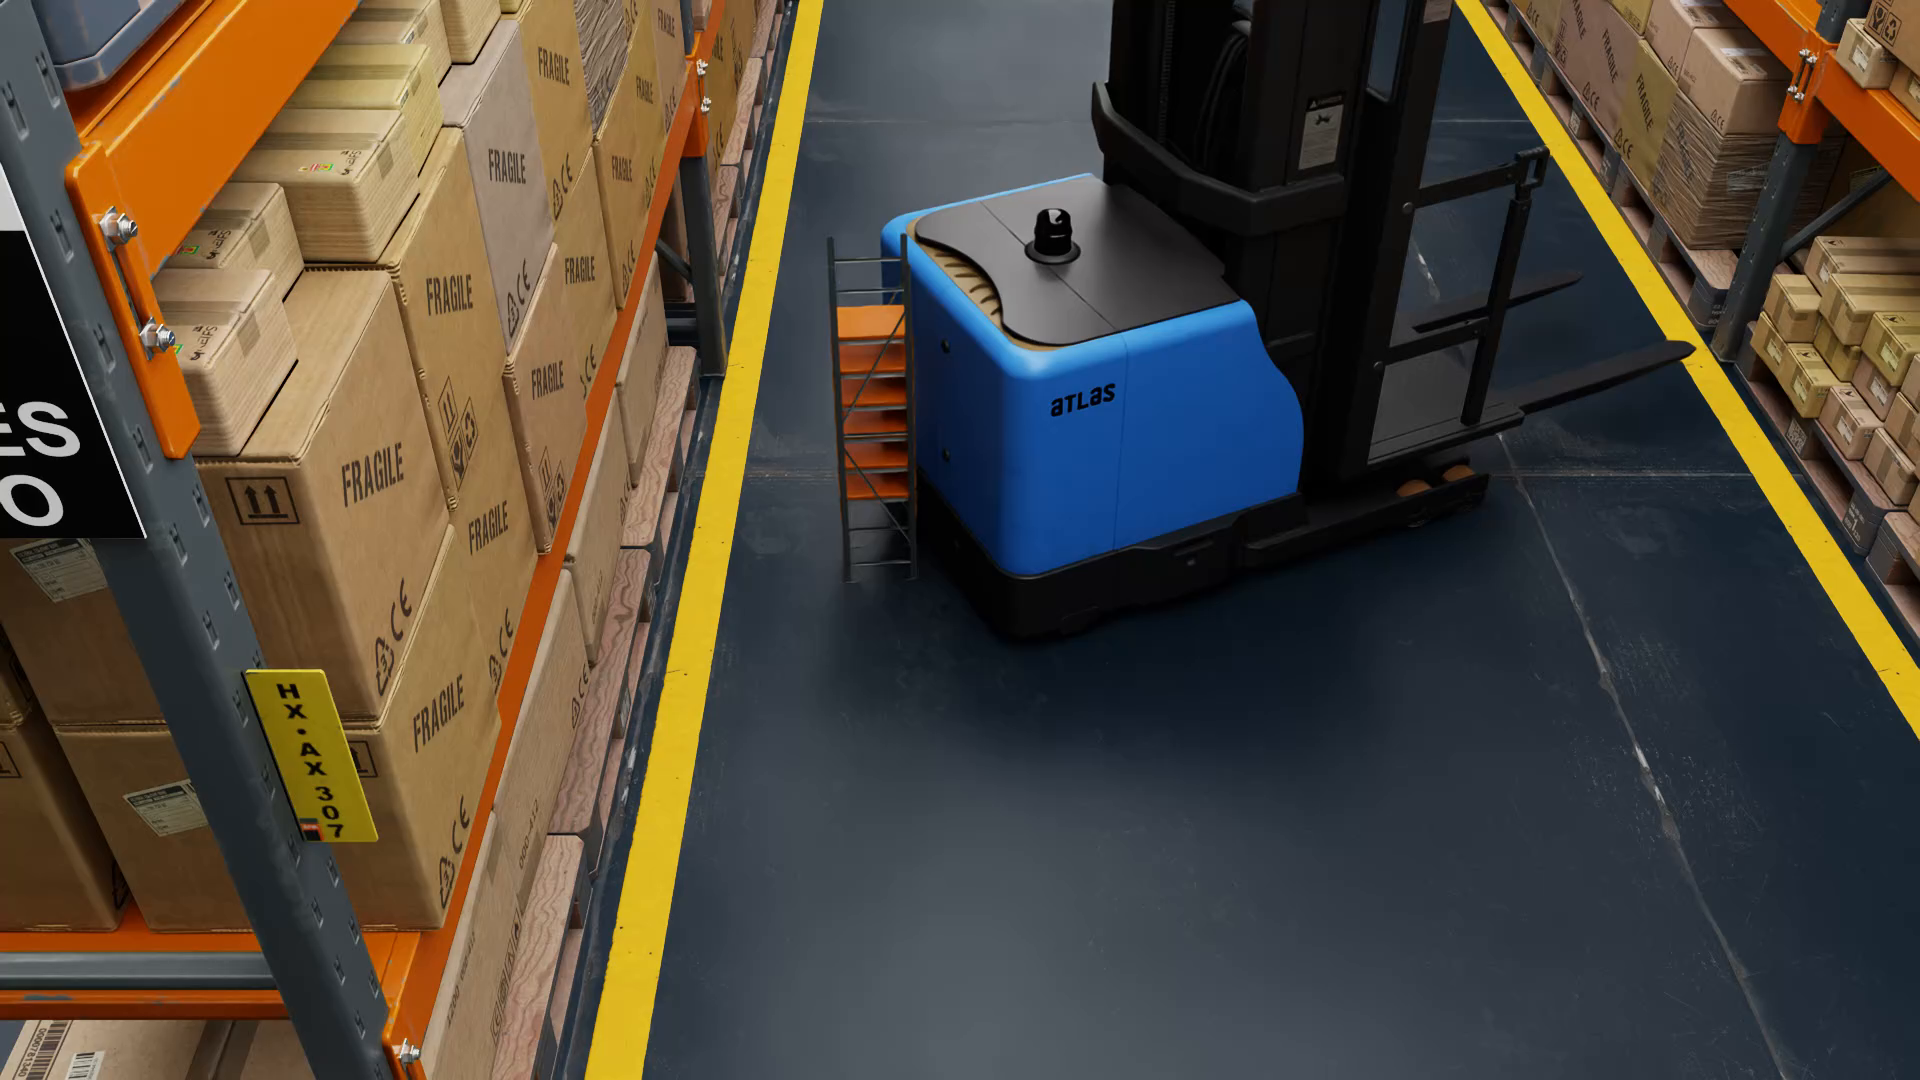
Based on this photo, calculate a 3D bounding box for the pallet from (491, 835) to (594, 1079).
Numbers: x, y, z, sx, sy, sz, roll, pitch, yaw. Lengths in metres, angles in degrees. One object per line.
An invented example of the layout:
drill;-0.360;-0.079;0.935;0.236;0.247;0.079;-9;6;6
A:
pallet;-1.499;1.248;4.024;1.003;0.211;1.213;0;39;0

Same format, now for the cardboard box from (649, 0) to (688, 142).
cardboard box;-1.168;-1.591;5.257;0.500;0.500;0.500;0;39;0

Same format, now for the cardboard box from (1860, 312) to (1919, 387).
cardboard box;3.309;-0.646;5.626;0.380;0.149;0.250;-1;39;-1

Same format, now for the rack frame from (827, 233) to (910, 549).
rack frame;-0.278;-0.442;5.343;0.240;1.200;0.006;-3;39;-4

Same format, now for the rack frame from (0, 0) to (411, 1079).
rack frame;-1.423;0.660;2.528;0.949;2.616;0.053;0;39;0

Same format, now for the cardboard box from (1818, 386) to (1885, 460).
cardboard box;3.257;-0.410;5.807;0.380;0.149;0.250;0;39;0

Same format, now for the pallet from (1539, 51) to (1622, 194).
pallet;3.519;-2.072;8.167;1.003;0.211;1.213;0;39;0

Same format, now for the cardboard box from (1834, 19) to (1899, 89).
cardboard box;3.199;-1.633;5.590;0.380;0.149;0.250;1;39;2

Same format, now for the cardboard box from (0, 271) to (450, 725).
cardboard box;-1.136;-0.070;2.559;0.500;0.500;0.500;-1;39;-1

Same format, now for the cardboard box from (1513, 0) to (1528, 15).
cardboard box;3.267;-3.156;8.952;0.500;0.500;0.500;-2;39;-2

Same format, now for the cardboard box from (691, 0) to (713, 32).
cardboard box;-1.161;-2.058;6.040;0.500;0.250;0.500;-1;39;-1

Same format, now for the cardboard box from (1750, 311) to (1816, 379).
cardboard box;3.205;-0.732;6.209;0.380;0.149;0.250;-2;39;-2

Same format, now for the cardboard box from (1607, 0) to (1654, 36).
cardboard box;3.270;-2.507;7.543;0.500;0.250;0.500;-2;39;-2

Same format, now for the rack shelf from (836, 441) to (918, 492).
rack shelf;-0.271;-0.257;5.374;0.258;0.103;0.180;-3;39;-4

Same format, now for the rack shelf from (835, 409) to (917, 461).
rack shelf;-0.271;-0.351;5.299;0.258;0.103;0.180;-3;39;-4

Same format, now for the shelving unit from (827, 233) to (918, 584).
shelving unit;-0.271;-0.385;5.271;0.258;1.200;0.189;-3;39;-4

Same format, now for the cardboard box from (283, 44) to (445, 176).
cardboard box;-1.119;-0.736;2.871;0.380;0.149;0.250;-1;39;-2

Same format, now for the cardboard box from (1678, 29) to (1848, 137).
cardboard box;3.272;-1.855;6.730;0.500;0.250;0.500;-1;39;-1

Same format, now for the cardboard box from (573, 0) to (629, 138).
cardboard box;-1.145;-1.340;4.144;0.500;0.500;0.500;0;39;1

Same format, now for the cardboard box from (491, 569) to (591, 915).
cardboard box;-1.530;0.511;4.427;0.875;0.438;0.875;1;39;1

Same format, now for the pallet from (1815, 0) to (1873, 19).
pallet;3.670;-2.312;6.389;1.003;0.211;1.213;0;39;0

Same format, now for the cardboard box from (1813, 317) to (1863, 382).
cardboard box;3.296;-0.691;5.919;0.380;0.149;0.250;0;39;0

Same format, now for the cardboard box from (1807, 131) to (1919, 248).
cardboard box;3.790;-1.559;6.960;0.500;0.500;0.500;1;39;2

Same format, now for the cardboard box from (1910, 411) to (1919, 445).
cardboard box;3.251;-0.324;5.223;0.380;0.149;0.250;1;39;1

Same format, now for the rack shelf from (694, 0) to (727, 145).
rack shelf;-1.427;-2.812;7.435;1.077;0.370;4.000;0;39;0

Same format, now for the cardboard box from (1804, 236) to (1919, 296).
cardboard box;3.319;-0.976;6.038;0.380;0.149;0.250;1;39;2

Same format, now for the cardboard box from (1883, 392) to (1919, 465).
cardboard box;3.330;-0.370;5.519;0.380;0.149;0.250;-2;39;-2

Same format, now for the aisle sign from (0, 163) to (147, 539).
aisle sign;-1.130;-0.310;1.659;0.394;0.787;0.004;0;39;0

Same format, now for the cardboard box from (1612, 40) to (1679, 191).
cardboard box;3.272;-1.880;7.361;0.500;0.500;0.500;-1;39;-1

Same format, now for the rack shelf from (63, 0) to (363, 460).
rack shelf;-1.422;-1.481;3.376;1.077;0.370;4.000;0;39;0

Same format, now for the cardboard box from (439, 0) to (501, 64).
cardboard box;-1.130;-1.056;3.271;0.380;0.149;0.250;0;39;0

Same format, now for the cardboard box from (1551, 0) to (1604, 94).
cardboard box;3.276;-2.520;8.159;0.500;0.500;0.500;-1;39;-1

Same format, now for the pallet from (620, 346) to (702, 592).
pallet;-1.502;-0.278;5.928;1.003;0.211;1.213;0;39;0

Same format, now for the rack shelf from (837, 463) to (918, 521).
rack shelf;-0.271;-0.163;5.449;0.258;0.103;0.180;-3;39;-4

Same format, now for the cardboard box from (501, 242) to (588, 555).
cardboard box;-1.144;-0.314;3.663;0.500;0.500;0.500;0;39;0

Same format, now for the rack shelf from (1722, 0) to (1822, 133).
rack shelf;3.523;-2.878;7.518;1.077;0.370;4.000;0;39;0

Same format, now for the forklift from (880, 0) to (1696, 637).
forklift;1.286;-1.469;5.239;3.031;2.935;1.130;-17;42;-20

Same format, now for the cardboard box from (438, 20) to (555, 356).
cardboard box;-1.151;-0.715;3.364;0.500;0.500;0.500;0;39;0

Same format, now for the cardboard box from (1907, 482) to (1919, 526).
cardboard box;3.343;-0.083;5.399;0.380;0.149;0.250;-2;39;-2

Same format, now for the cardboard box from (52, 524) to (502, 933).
cardboard box;-1.133;0.320;2.872;0.500;0.500;0.500;0;39;0

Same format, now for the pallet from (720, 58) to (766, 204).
pallet;-1.505;-2.001;8.078;1.003;0.211;1.213;0;39;0

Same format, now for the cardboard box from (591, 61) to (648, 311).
cardboard box;-1.147;-0.955;4.463;0.500;0.500;0.500;-1;39;-1

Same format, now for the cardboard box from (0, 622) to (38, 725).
cardboard box;-1.658;-0.071;2.560;0.500;0.500;0.500;1;39;1

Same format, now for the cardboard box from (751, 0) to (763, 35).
cardboard box;-1.511;-3.246;8.765;0.875;0.875;0.875;0;39;0

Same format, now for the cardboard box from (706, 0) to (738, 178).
cardboard box;-1.514;-2.129;7.371;0.875;0.875;0.875;1;39;1

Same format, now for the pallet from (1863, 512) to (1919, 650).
pallet;3.566;0.365;5.126;1.003;0.211;1.213;0;39;0

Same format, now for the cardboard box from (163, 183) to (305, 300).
cardboard box;-1.215;-0.409;2.463;0.380;0.149;0.250;1;39;1

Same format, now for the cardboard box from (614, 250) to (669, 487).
cardboard box;-1.531;-0.613;5.829;0.875;0.438;0.875;-1;39;-1
